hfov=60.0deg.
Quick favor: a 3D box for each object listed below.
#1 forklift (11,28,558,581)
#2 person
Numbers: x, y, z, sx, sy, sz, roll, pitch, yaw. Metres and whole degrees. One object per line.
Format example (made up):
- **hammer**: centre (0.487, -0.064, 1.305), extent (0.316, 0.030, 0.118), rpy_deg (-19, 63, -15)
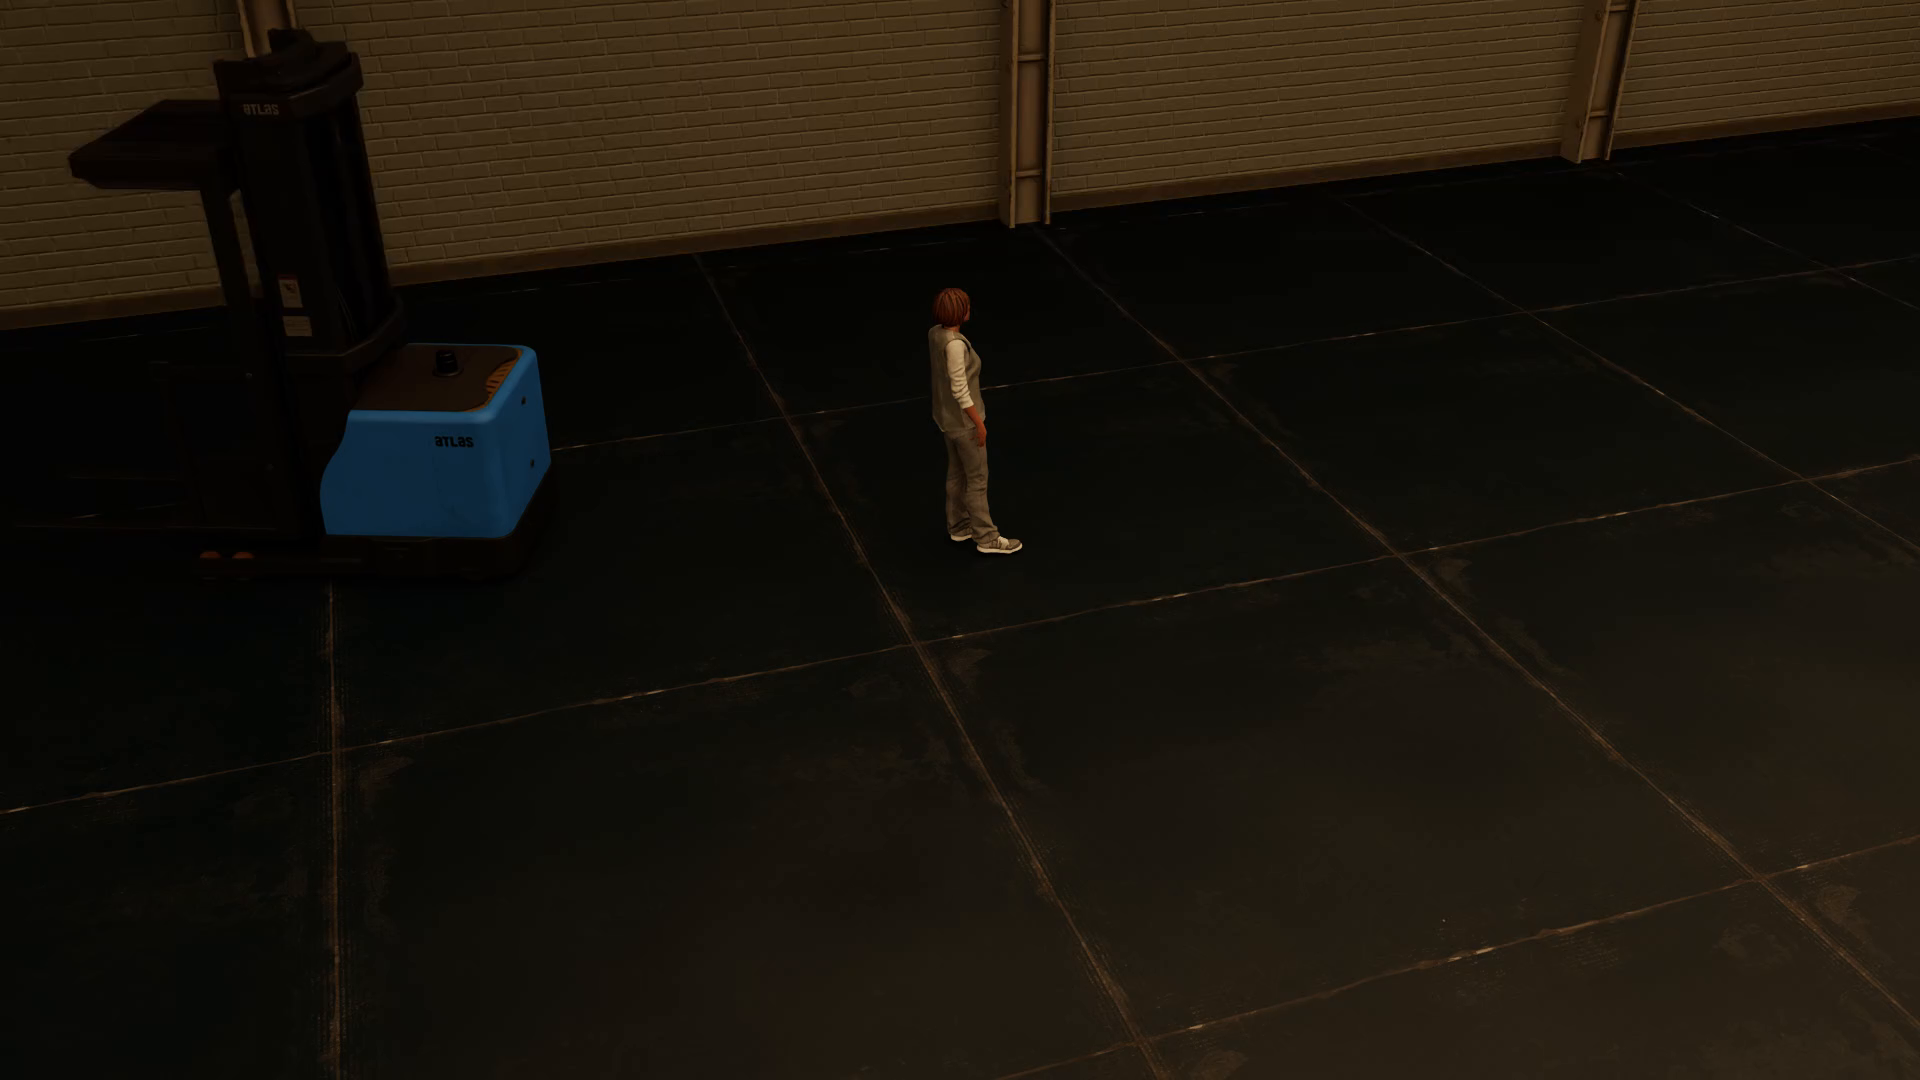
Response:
- **forklift**: centre (-4.033, -1.296, 9.340), extent (3.031, 2.935, 1.130), rpy_deg (1, 30, 2)
- **person**: centre (0.075, -0.704, 9.634), extent (0.473, 1.599, 0.521), rpy_deg (-10, 31, -16)
